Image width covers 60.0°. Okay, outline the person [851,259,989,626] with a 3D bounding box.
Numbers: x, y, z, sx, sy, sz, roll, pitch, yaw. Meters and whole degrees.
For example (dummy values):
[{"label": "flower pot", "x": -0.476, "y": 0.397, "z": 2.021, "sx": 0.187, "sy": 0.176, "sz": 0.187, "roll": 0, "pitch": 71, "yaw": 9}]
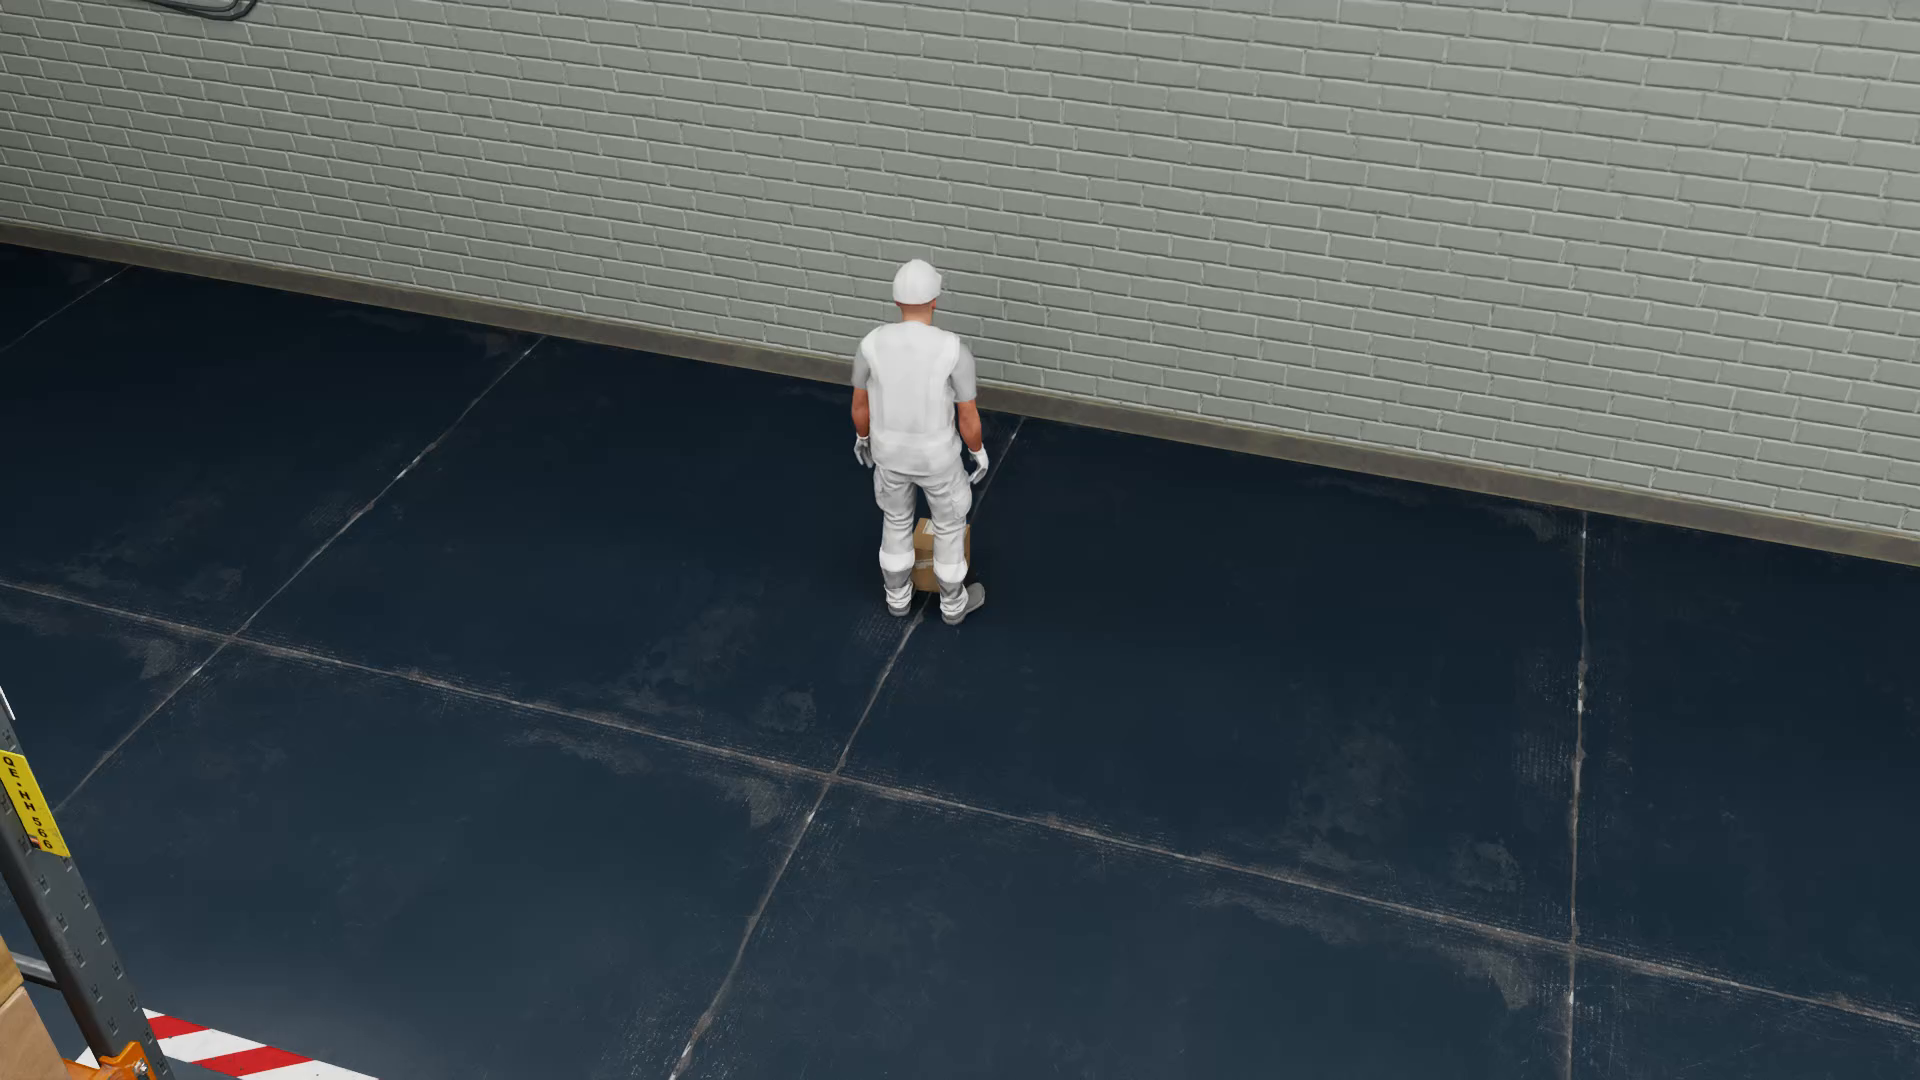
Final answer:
[{"label": "person", "x": -0.178, "y": -0.407, "z": 7.425, "sx": 0.621, "sy": 1.779, "sz": 0.453, "roll": 10, "pitch": 38, "yaw": 13}]
